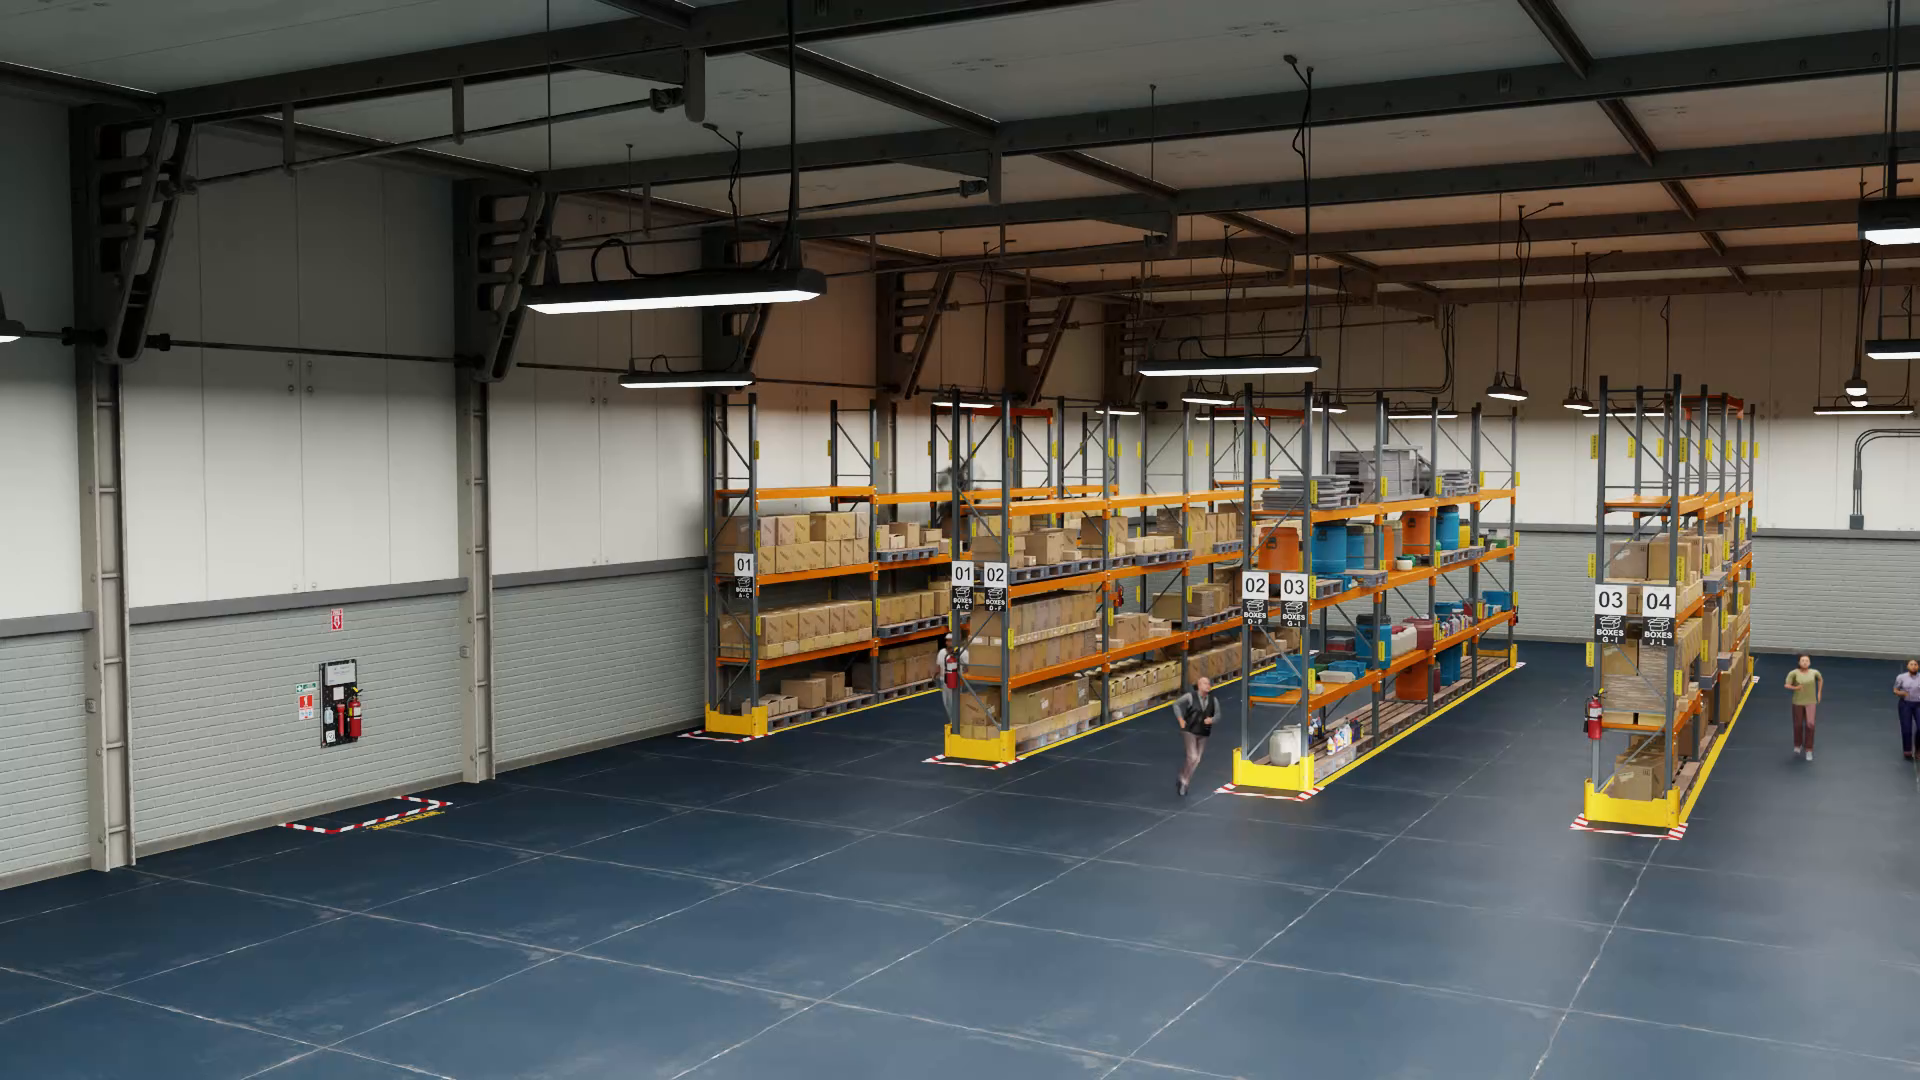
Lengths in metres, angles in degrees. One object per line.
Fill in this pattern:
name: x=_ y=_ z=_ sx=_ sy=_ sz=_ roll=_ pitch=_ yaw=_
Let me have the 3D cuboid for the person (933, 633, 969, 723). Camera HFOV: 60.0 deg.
person: x=-0.162 y=2.525 z=29.762 sx=0.674 sy=1.721 sz=0.569 roll=2 pitch=3 yaw=28

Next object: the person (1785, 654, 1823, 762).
person: x=13.705 y=2.701 z=27.032 sx=0.560 sy=1.729 sz=0.782 roll=1 pitch=3 yaw=25

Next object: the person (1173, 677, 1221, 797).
person: x=3.448 y=2.856 z=24.233 sx=0.688 sy=1.732 sz=0.657 roll=-1 pitch=3 yaw=-19

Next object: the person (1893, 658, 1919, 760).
person: x=15.409 y=2.741 z=26.869 sx=0.587 sy=1.640 sz=0.610 roll=1 pitch=3 yaw=26
